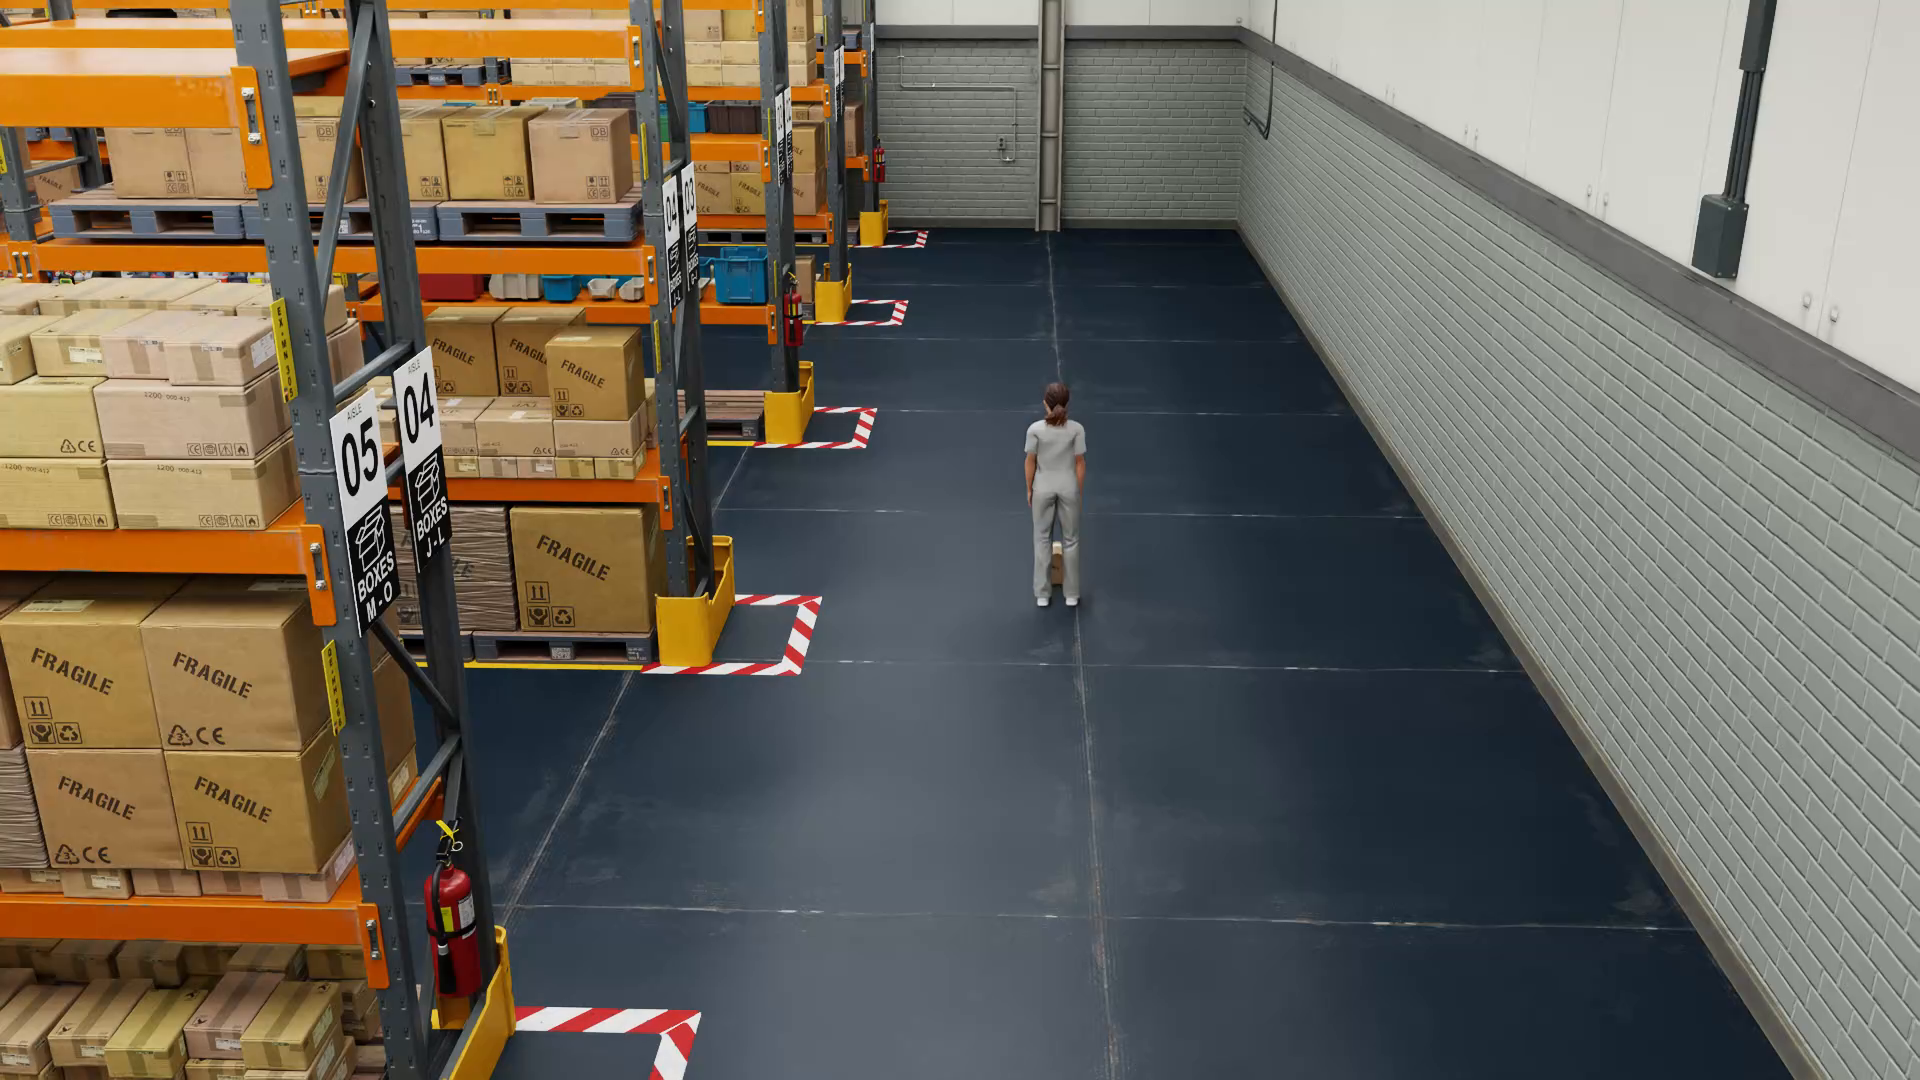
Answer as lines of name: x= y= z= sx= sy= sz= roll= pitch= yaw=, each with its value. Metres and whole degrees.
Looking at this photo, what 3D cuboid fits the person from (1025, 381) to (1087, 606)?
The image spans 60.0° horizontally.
person: x=0.680 y=-0.331 z=11.944 sx=0.437 sy=1.680 sz=0.399 roll=1 pitch=21 yaw=3
